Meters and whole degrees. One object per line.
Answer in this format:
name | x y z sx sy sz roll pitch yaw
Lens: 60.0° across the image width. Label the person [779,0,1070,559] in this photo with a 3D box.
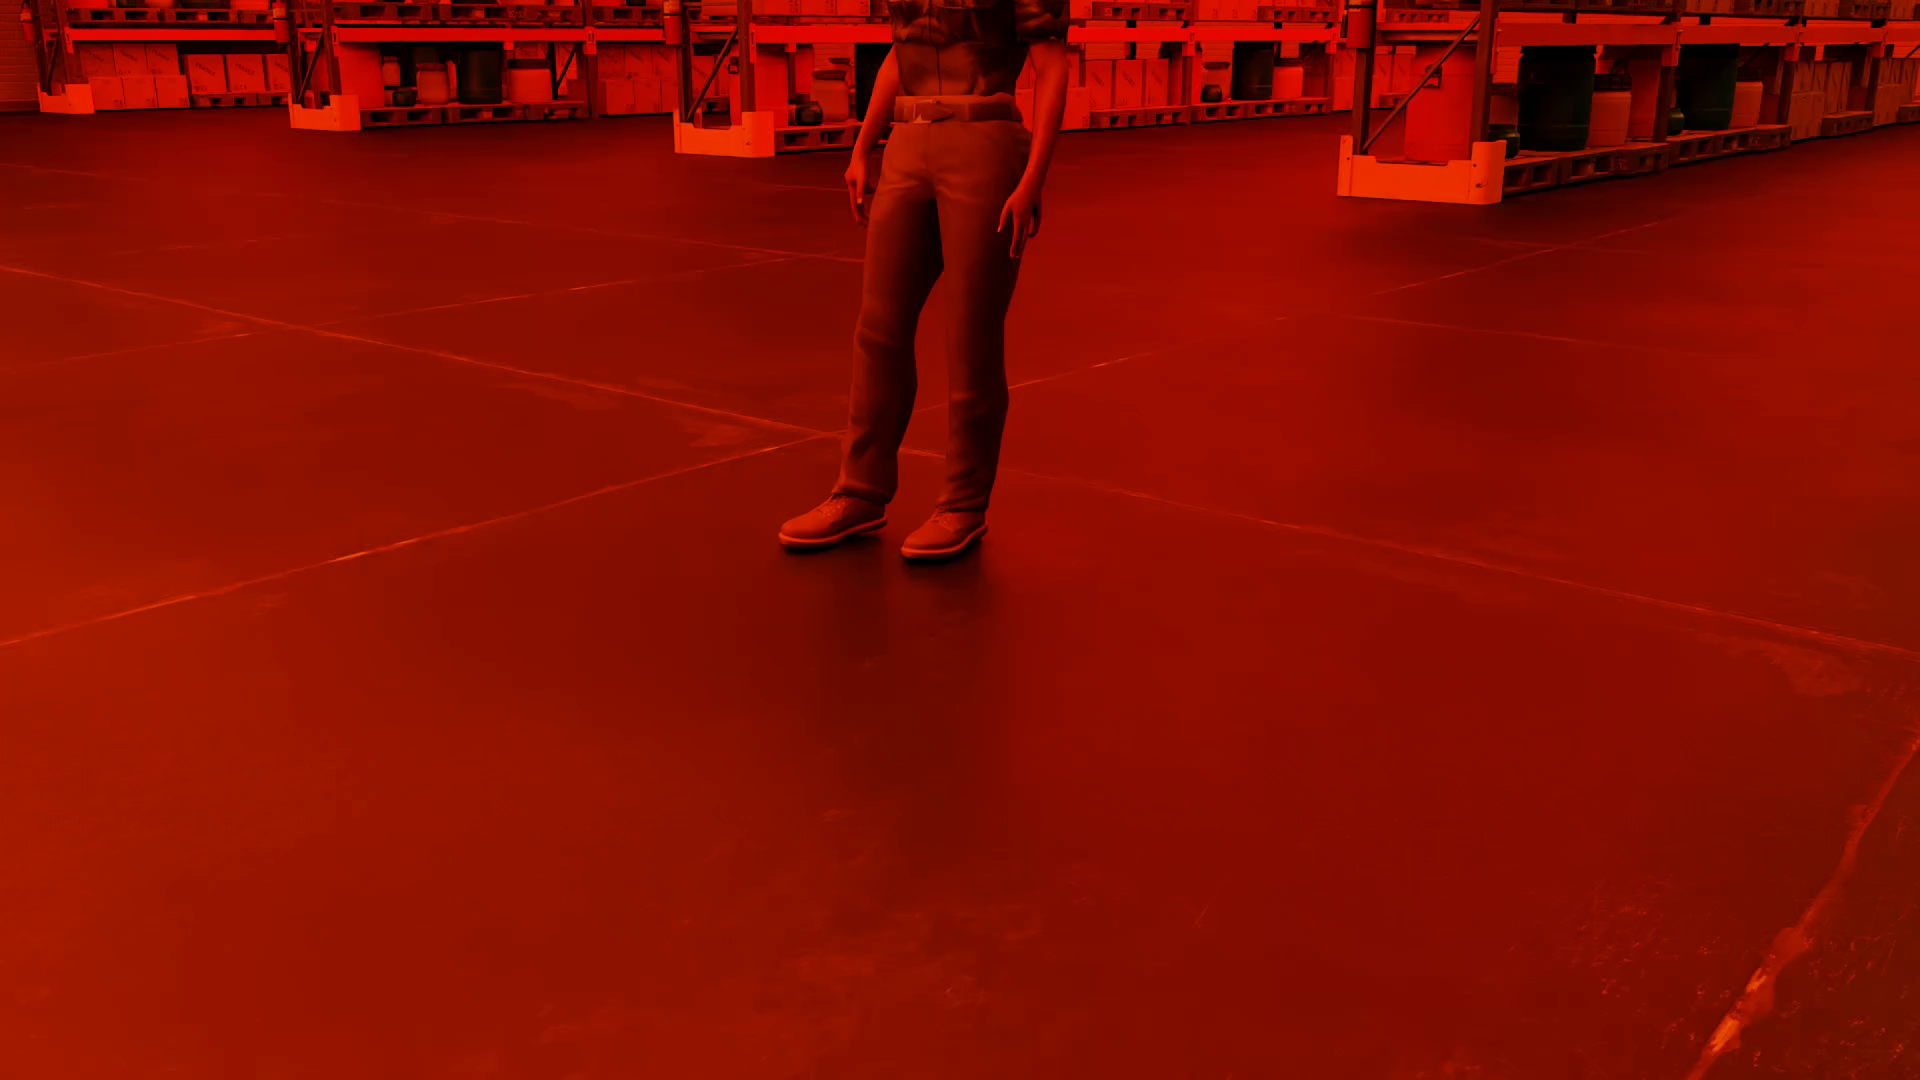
person | -0.071 -0.782 3.646 0.570 1.656 0.503 13 21 37
